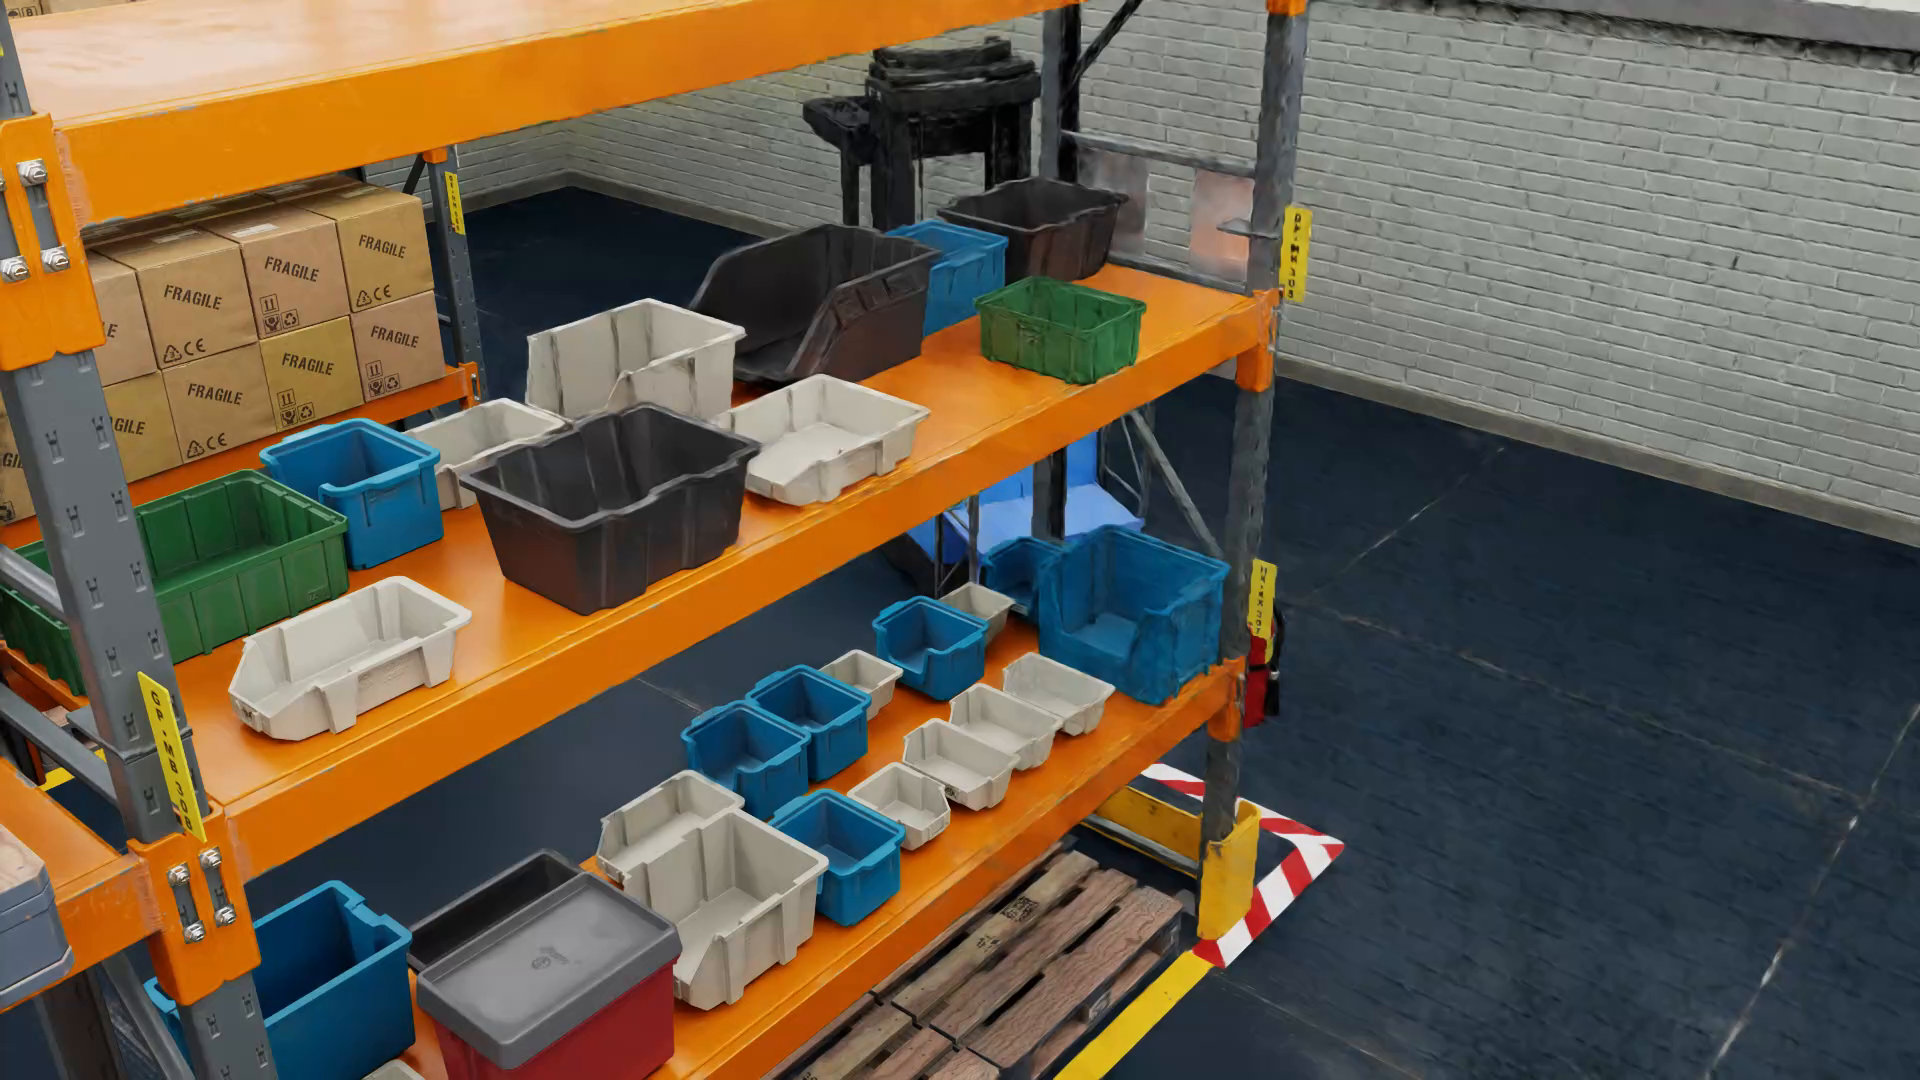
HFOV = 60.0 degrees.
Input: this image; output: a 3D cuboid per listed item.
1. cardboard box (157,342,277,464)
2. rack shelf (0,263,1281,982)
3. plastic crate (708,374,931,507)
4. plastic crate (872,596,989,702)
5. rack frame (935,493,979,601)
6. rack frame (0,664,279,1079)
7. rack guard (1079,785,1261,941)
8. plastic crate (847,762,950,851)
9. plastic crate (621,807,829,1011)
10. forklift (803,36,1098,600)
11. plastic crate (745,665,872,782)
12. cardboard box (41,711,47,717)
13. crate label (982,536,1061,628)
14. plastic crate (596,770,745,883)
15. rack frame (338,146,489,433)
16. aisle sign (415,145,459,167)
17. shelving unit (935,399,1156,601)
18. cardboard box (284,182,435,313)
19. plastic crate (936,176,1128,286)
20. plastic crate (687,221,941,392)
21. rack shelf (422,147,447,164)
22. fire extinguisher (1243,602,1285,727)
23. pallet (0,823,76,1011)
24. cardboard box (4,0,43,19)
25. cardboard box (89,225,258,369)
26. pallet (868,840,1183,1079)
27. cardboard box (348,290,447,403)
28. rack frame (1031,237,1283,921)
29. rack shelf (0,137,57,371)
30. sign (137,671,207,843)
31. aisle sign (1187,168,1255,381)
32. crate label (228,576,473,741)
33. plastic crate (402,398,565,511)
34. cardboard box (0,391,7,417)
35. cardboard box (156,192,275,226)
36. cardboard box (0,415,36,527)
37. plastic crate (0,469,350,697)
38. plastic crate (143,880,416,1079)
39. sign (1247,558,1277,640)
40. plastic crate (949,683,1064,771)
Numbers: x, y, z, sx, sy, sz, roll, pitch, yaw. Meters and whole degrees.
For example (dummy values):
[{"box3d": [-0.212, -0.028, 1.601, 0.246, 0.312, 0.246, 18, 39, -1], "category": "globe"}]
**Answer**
[{"box3d": [-3.824, -0.749, 8.325, 0.500, 0.500, 0.500, 21, 34, 35], "category": "cardboard box"}, {"box3d": [-0.552, -0.158, 4.809, 1.077, 0.370, 4.000, 21, 34, 34], "category": "rack shelf"}, {"box3d": [-0.403, -0.264, 4.519, 0.437, 0.136, 0.530, 21, 34, 34], "category": "plastic crate"}, {"box3d": [-0.110, 0.418, 6.294, 0.416, 0.233, 0.300, 21, 34, 34], "category": "plastic crate"}, {"box3d": [-0.022, -0.119, 8.836, 0.032, 1.500, 0.500, -12, 31, -21], "category": "rack frame"}, {"box3d": [-1.824, 1.564, 3.962, 1.000, 3.000, 0.127, 21, 34, 34], "category": "rack frame"}, {"box3d": [0.725, 1.244, 7.302, 1.175, 0.500, 0.348, 21, 34, 34], "category": "rack guard"}, {"box3d": [-0.187, 0.893, 5.481, 0.298, 0.136, 0.250, 21, 34, 34], "category": "plastic crate"}, {"box3d": [-0.711, 1.102, 4.918, 0.437, 0.282, 0.530, 21, 34, 34], "category": "plastic crate"}, {"box3d": [-0.264, -1.603, 10.159, 1.130, 2.935, 3.031, -12, 30, -21], "category": "forklift"}, {"box3d": [-0.529, 0.652, 5.843, 0.416, 0.233, 0.300, 21, 34, 34], "category": "plastic crate"}, {"box3d": [-4.668, 0.783, 8.077, 0.380, 0.166, 0.250, 21, 34, 34], "category": "cardboard box"}, {"box3d": [0.309, 0.185, 6.745, 0.416, 0.233, 0.303, 21, 34, 34], "category": "crate label"}, {"box3d": [-0.949, 0.949, 5.373, 0.293, 0.136, 0.466, 21, 34, 34], "category": "plastic crate"}, {"box3d": [-3.100, -1.303, 9.505, 1.000, 3.000, 0.127, 21, 34, 34], "category": "rack frame"}, {"box3d": [-2.820, -2.393, 8.781, 0.394, 0.787, 0.004, 21, 34, 34], "category": "aisle sign"}, {"box3d": [0.442, -0.215, 9.020, 1.048, 1.500, 0.538, -12, 31, -21], "category": "shelving unit"}, {"box3d": [-3.171, -1.554, 8.792, 0.500, 0.500, 0.500, 20, 34, 34], "category": "cardboard box"}, {"box3d": [0.260, -1.074, 5.938, 0.497, 0.269, 0.590, 21, 34, 34], "category": "plastic crate"}, {"box3d": [-0.464, -0.698, 5.137, 0.504, 0.338, 0.767, 21, 34, 34], "category": "plastic crate"}, {"box3d": [-4.372, -1.607, 7.610, 1.077, 0.370, 4.000, 21, 34, 34], "category": "rack shelf"}, {"box3d": [1.166, 0.425, 6.654, 0.296, 0.674, 0.183, 21, 34, 34], "category": "fire extinguisher"}, {"box3d": [-2.248, 0.622, 2.724, 1.213, 0.211, 1.003, 21, 34, 34], "category": "pallet"}, {"box3d": [-4.423, -2.426, 7.214, 0.700, 0.500, 0.500, 21, 34, 34], "category": "cardboard box"}, {"box3d": [-3.818, -1.189, 8.087, 0.500, 0.500, 0.500, 22, 34, 36], "category": "cardboard box"}, {"box3d": [0.165, 1.665, 6.801, 1.003, 0.211, 1.213, 21, 34, 34], "category": "pallet"}, {"box3d": [-3.175, -1.109, 9.021, 0.500, 0.500, 0.500, 22, 35, 36], "category": "cardboard box"}, {"box3d": [0.720, 0.146, 6.704, 1.000, 3.000, 0.127, 21, 34, 34], "category": "rack frame"}, {"box3d": [-3.097, 0.106, 1.470, 1.077, 0.370, 4.000, 21, 34, 34], "category": "rack shelf"}, {"box3d": [-1.401, 0.389, 2.959, 0.100, 0.325, 0.005, 21, 34, 34], "category": "sign"}, {"box3d": [0.992, -0.949, 5.990, 0.394, 0.787, 0.004, 21, 34, 34], "category": "aisle sign"}, {"box3d": [-1.290, 0.260, 3.506, 0.293, 0.136, 0.466, 21, 34, 34], "category": "crate label"}, {"box3d": [-1.309, -0.213, 4.420, 0.293, 0.136, 0.466, 21, 34, 34], "category": "plastic crate"}, {"box3d": [-4.472, -0.824, 7.381, 0.500, 0.500, 0.500, 20, 33, 33], "category": "cardboard box"}, {"box3d": [-3.912, -1.524, 8.734, 0.500, 0.500, 0.500, 21, 34, 35], "category": "cardboard box"}, {"box3d": [-4.467, -0.390, 7.630, 0.500, 0.500, 0.500, 21, 34, 34], "category": "cardboard box"}, {"box3d": [-1.788, 0.087, 3.783, 0.450, 0.188, 0.662, 21, 34, 34], "category": "plastic crate"}, {"box3d": [-1.791, 1.279, 4.465, 0.392, 0.384, 0.575, 21, 34, 34], "category": "plastic crate"}, {"box3d": [1.155, 0.228, 6.367, 0.100, 0.325, 0.005, 21, 34, 34], "category": "sign"}, {"box3d": [0.145, 0.677, 5.899, 0.396, 0.136, 0.243, 21, 34, 34], "category": "plastic crate"}]
